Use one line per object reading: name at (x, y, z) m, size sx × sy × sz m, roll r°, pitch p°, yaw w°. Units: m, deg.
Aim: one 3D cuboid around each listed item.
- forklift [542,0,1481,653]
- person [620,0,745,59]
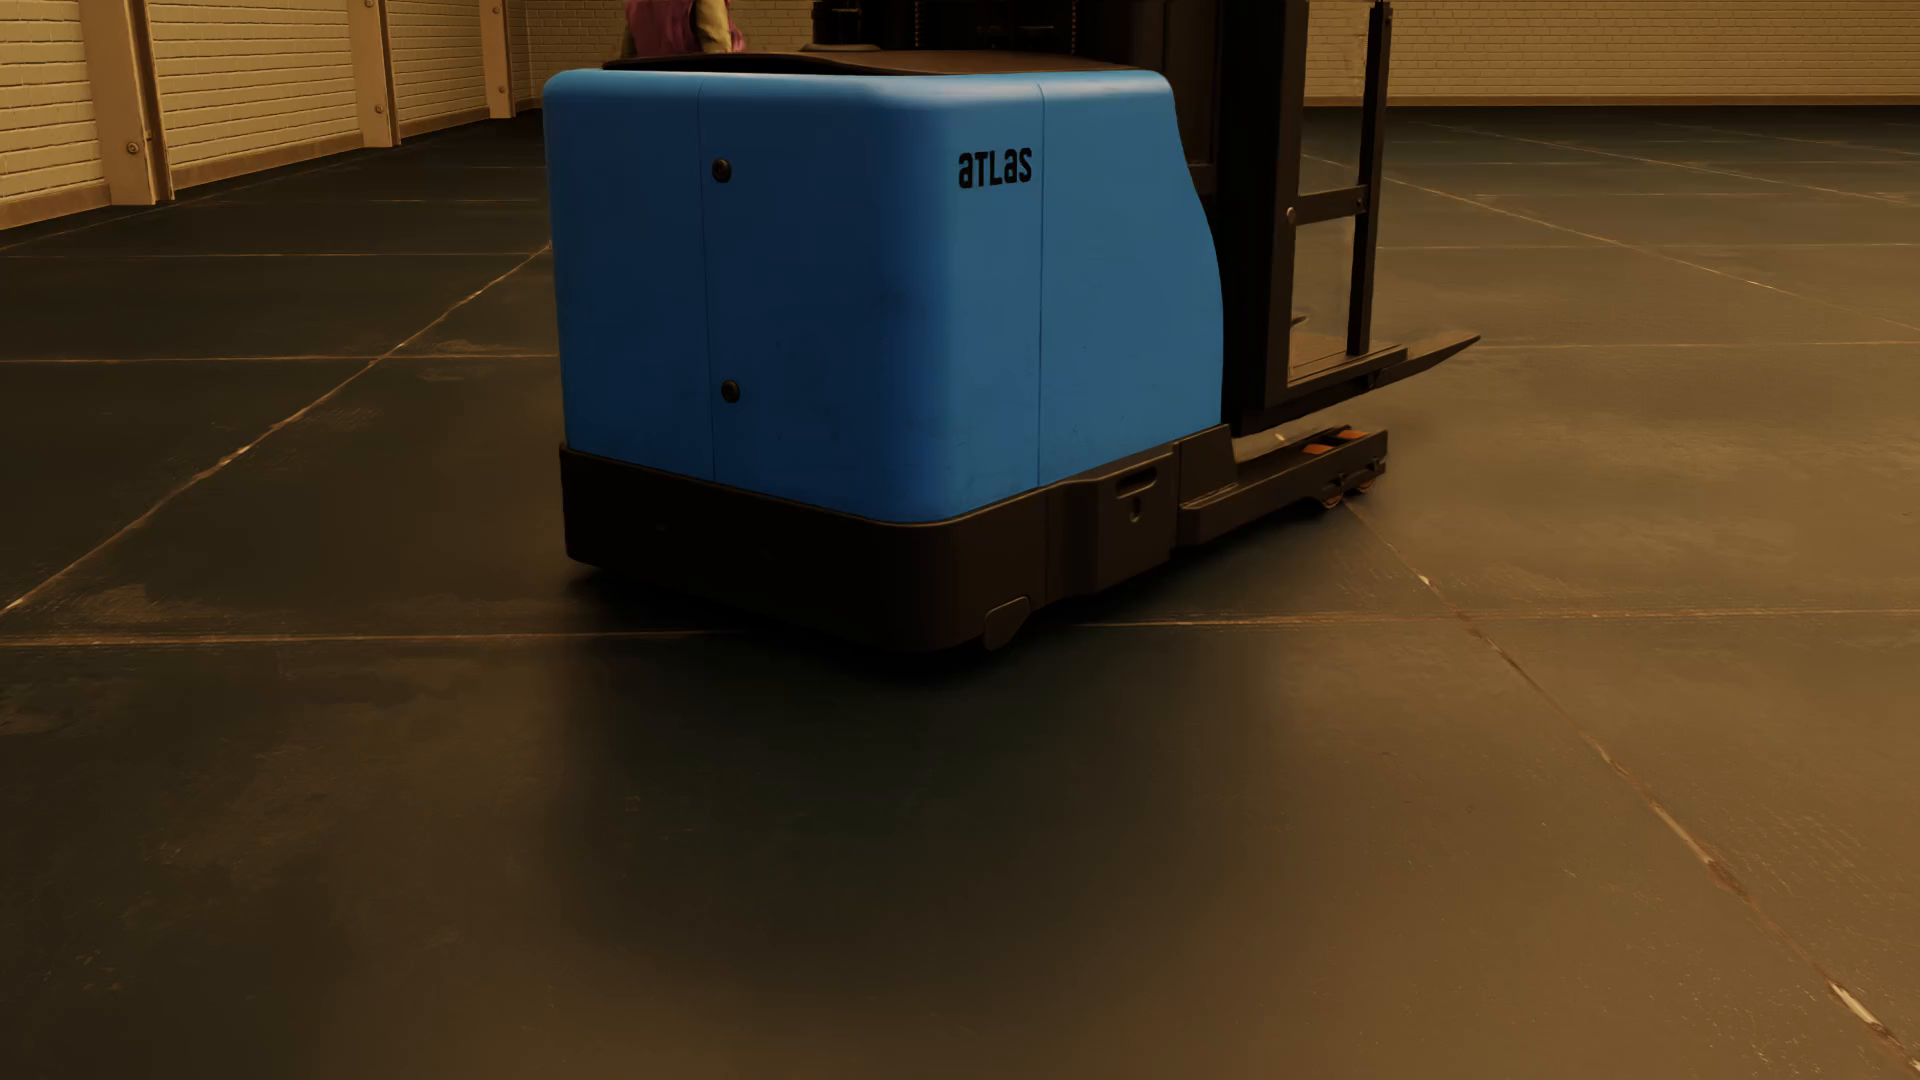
forklift at (0.460, -1.558, 4.001) m, size 1.130 × 2.935 × 3.031 m, roll 13°, pitch 21°, yaw 36°
person at (-0.801, -1.065, 4.809) m, size 0.441 × 1.530 × 0.744 m, roll -15°, pitch 23°, yaw -41°
